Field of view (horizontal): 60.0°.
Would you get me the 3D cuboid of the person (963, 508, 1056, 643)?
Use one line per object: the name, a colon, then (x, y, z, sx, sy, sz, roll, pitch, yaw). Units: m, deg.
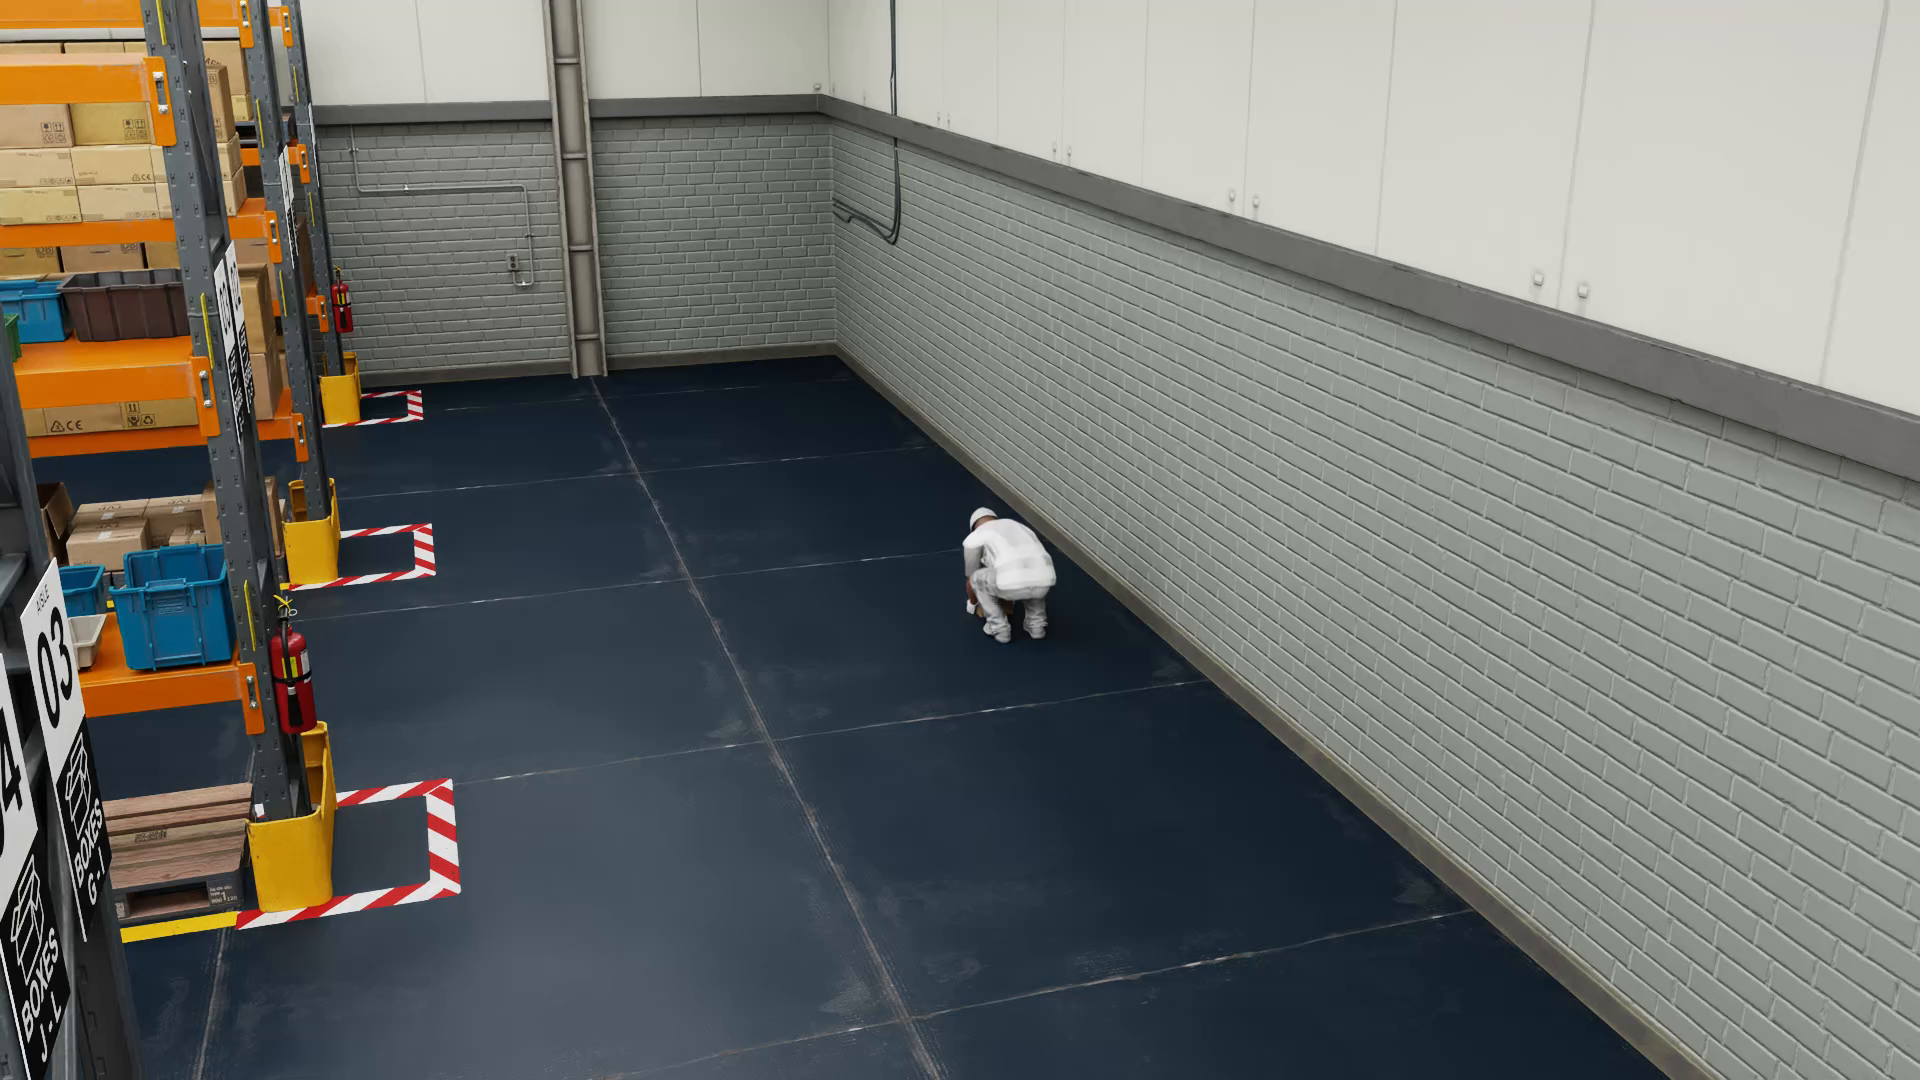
person: (0.321, 0.278, 11.855, 0.564, 0.833, 0.962, -7, 20, -18)
